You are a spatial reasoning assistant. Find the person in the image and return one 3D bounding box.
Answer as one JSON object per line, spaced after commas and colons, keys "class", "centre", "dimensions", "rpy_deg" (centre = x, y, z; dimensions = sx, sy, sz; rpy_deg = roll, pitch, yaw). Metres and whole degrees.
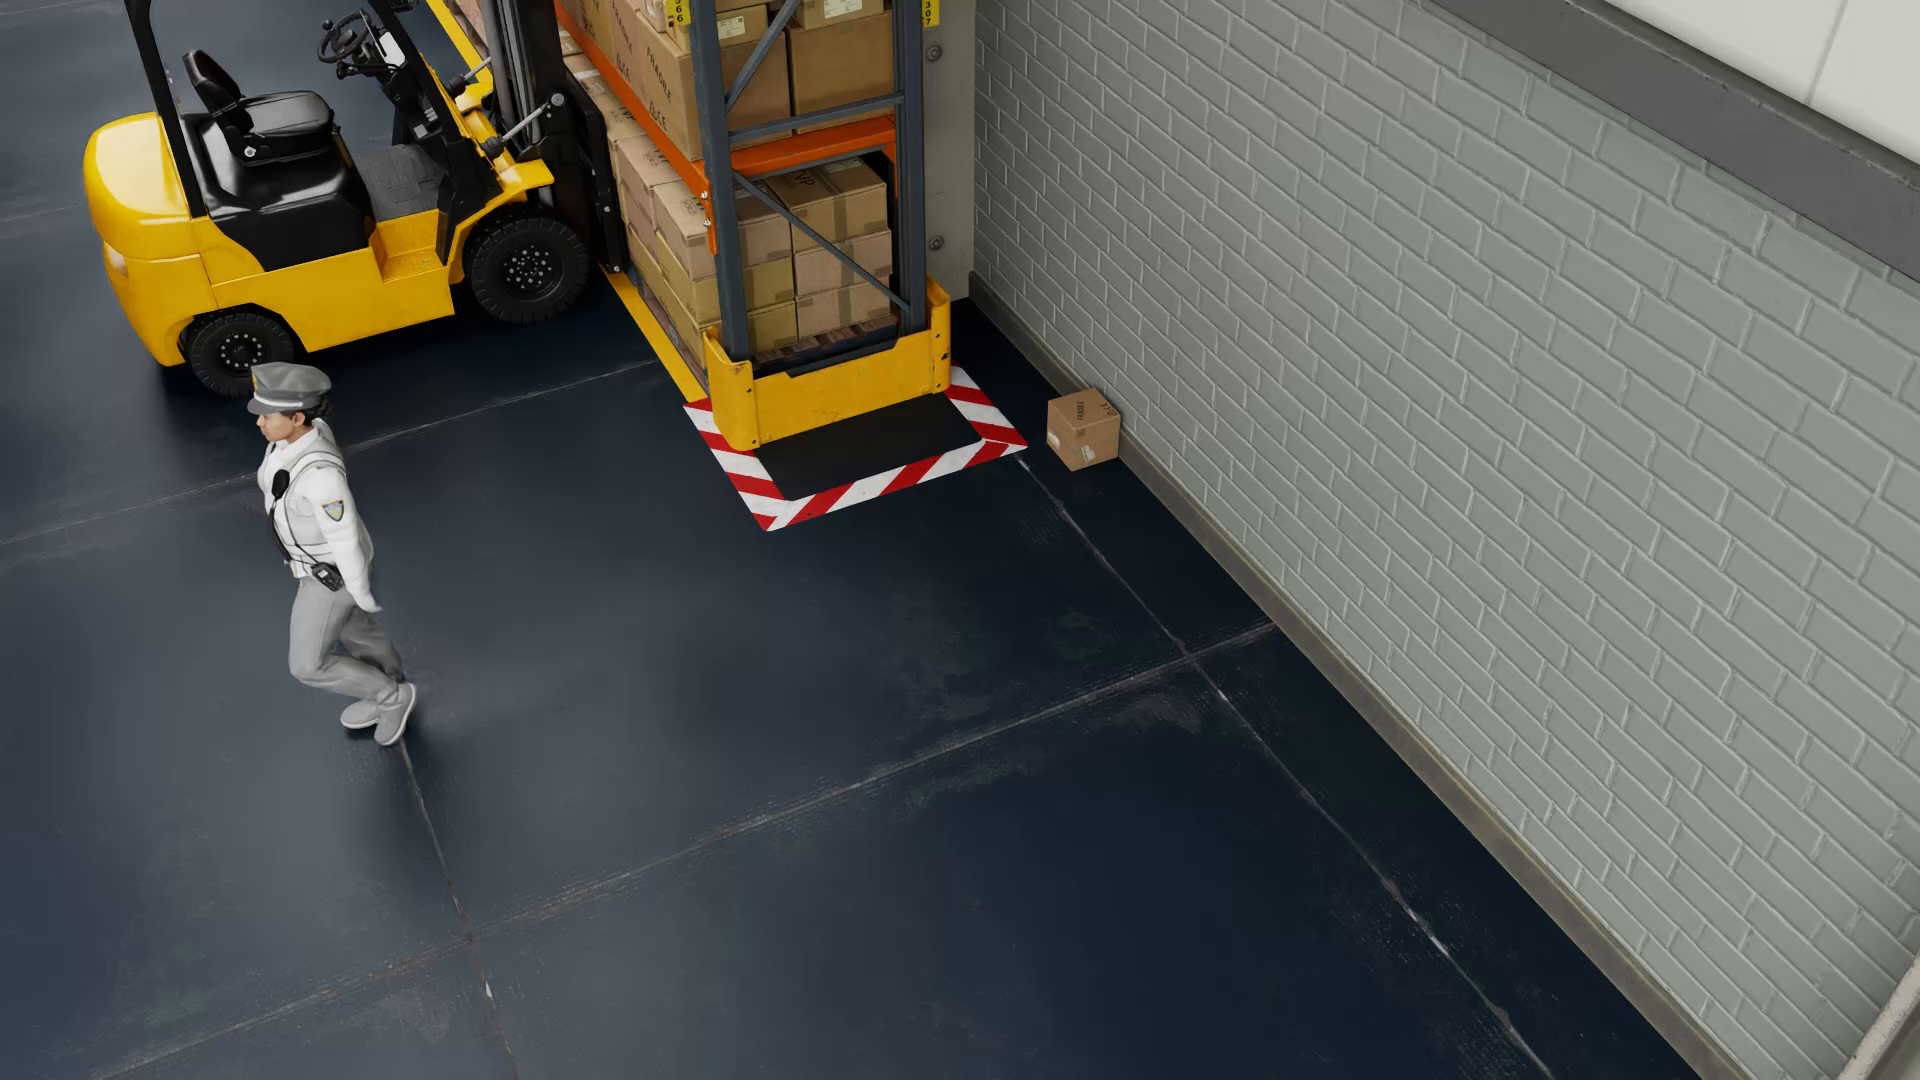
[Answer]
{"class": "person", "centre": [-2.307, 0.092, 6.007], "dimensions": [0.433, 1.697, 0.484], "rpy_deg": [-18, 45, -19]}
